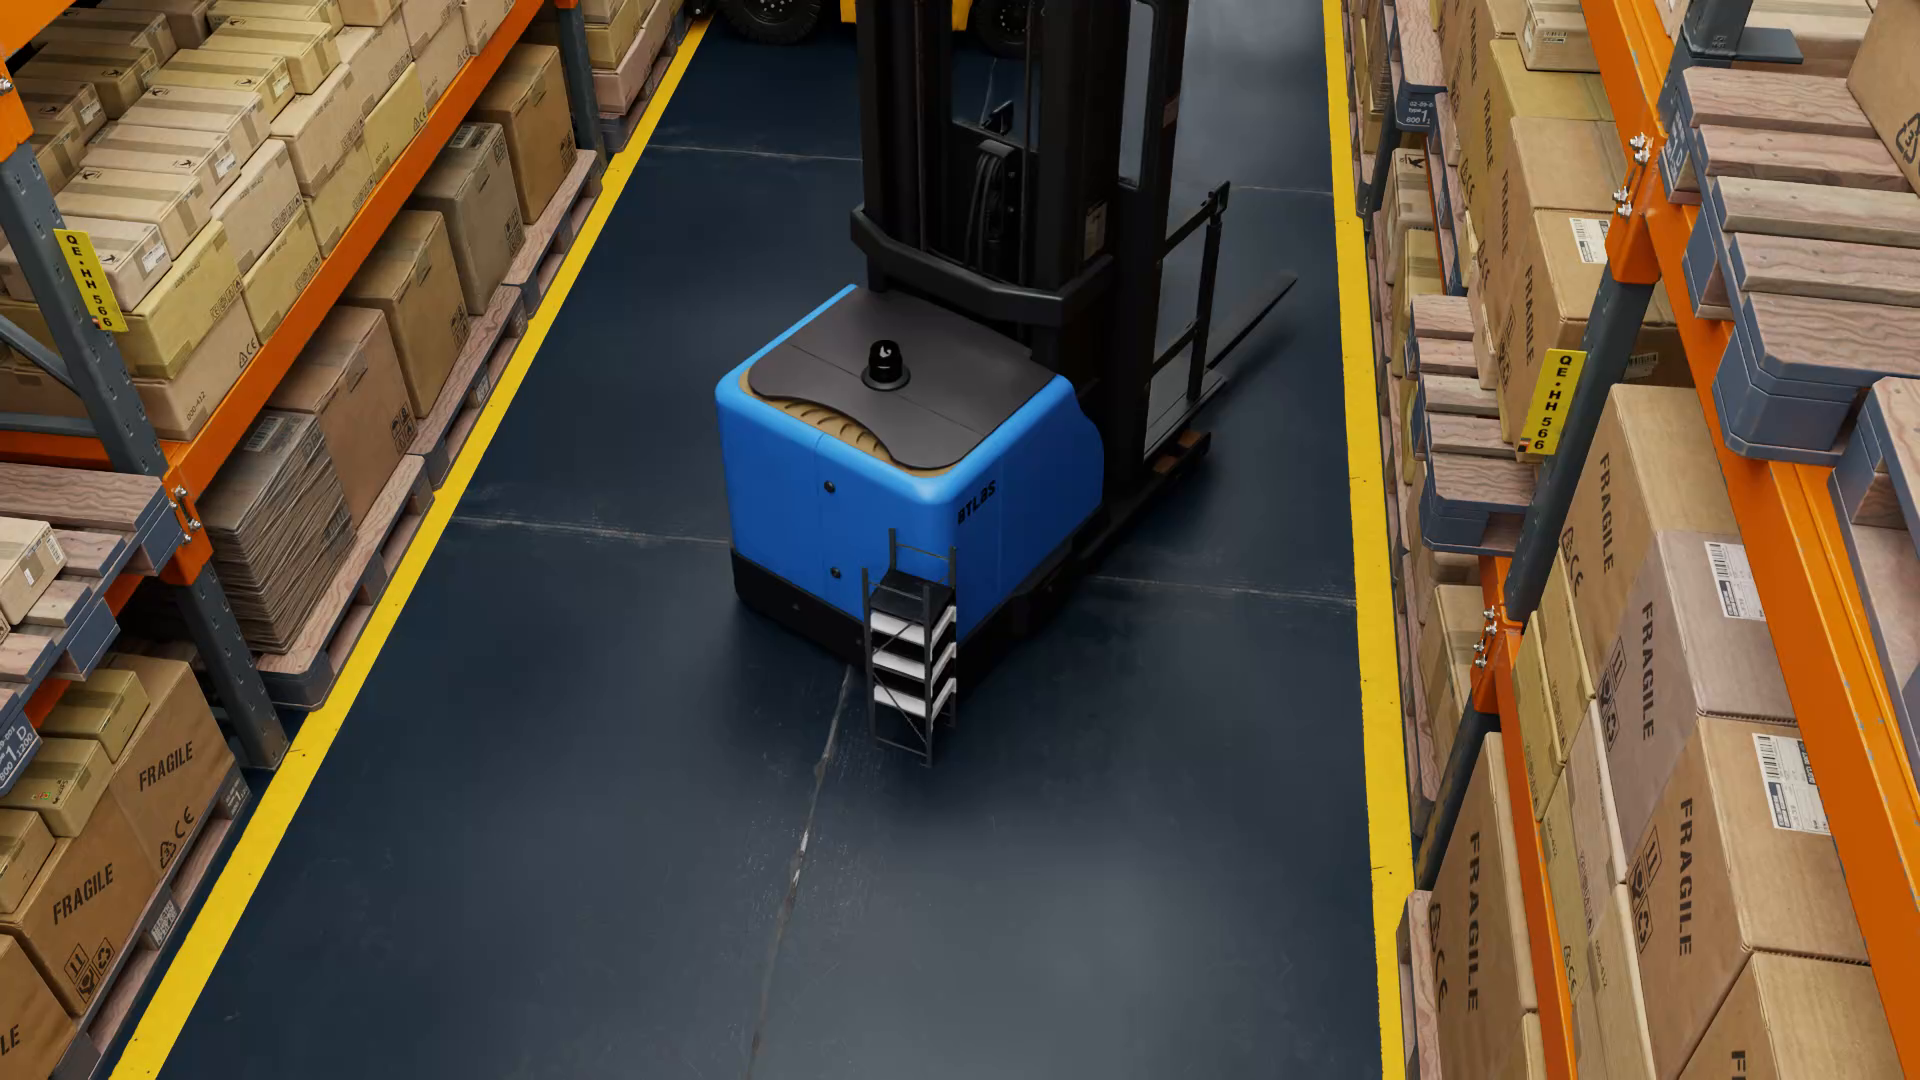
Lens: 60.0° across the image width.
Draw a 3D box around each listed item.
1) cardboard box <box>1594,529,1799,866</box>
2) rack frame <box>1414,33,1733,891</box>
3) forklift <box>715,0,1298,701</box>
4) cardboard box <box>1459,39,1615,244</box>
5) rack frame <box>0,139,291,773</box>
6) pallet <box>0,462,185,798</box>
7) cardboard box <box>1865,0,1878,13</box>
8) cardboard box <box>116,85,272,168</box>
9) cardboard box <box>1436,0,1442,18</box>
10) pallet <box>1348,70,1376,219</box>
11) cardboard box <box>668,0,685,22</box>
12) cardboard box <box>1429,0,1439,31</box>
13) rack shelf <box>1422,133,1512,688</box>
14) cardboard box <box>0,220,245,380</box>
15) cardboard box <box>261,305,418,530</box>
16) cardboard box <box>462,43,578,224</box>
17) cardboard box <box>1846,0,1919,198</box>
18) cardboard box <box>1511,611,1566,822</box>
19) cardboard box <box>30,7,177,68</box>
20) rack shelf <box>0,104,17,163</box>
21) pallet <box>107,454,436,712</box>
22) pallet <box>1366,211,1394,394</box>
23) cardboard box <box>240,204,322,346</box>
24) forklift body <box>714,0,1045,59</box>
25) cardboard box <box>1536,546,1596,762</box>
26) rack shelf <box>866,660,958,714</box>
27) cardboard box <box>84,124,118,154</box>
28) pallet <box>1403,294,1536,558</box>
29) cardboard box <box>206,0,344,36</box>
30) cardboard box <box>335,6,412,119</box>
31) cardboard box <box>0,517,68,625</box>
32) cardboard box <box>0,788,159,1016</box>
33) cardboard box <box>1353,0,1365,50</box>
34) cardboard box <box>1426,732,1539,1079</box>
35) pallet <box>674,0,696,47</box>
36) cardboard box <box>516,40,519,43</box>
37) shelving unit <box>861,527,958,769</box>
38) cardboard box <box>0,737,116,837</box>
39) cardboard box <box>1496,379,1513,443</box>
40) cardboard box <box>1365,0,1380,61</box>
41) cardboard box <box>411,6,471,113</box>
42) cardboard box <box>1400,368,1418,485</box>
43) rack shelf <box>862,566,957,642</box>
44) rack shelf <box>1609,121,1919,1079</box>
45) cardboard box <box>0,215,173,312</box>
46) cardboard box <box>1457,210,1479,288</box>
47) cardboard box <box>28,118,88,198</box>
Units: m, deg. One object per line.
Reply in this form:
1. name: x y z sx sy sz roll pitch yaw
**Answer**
1. cardboard box: 1.651 0.348 3.401 0.500 0.500 0.500 5 44 6
2. rack frame: 2.015 0.094 4.469 1.000 3.000 0.127 5 44 6
3. forklift: 0.406 -1.443 6.143 1.130 2.935 3.031 27 50 26
4. cardboard box: 1.923 -1.235 5.278 0.500 0.500 0.500 3 43 3
5. rack frame: -2.906 -0.355 4.943 1.000 3.000 0.127 5 44 6
6. pallet: -2.926 0.183 4.514 1.213 0.211 1.003 5 44 6
7. cardboard box: 2.225 -1.103 3.734 0.380 0.149 0.250 5 44 6
8. cardboard box: -2.507 -1.356 5.456 0.380 0.149 0.250 6 44 6
9. cardboard box: 2.132 -2.294 6.396 0.500 0.500 0.500 5 44 6
10. pallet: 2.598 -2.080 8.794 1.003 0.211 1.213 5 44 6
11. cardboard box: -1.880 -3.233 9.677 0.500 0.250 0.500 6 44 6
12. cardboard box: 2.116 -2.176 6.744 0.380 0.149 0.250 6 44 6
13. rack shelf: 2.279 -1.008 6.156 1.077 0.370 4.000 5 44 6
14. cardboard box: -2.580 -0.760 5.116 0.500 0.250 0.500 5 44 5
15. cardboard box: -2.731 -0.515 6.534 0.875 0.625 0.625 7 44 7
16. cardboard box: -2.435 -2.014 8.117 0.875 0.625 0.625 7 44 7
17. cardboard box: 2.115 -0.914 2.972 0.797 0.503 0.637 3 44 3
18. cardboard box: 1.701 0.459 4.192 0.500 0.250 0.500 5 44 5
19. cardboard box: -3.019 -1.748 5.870 0.380 0.149 0.250 5 44 5
20. rack shelf: -3.170 0.181 2.719 1.077 0.370 4.000 5 44 6
21. pallet: -2.758 0.101 6.490 1.003 0.211 1.213 5 44 6
22. pallet: 2.442 -1.089 7.746 1.003 0.211 1.213 5 44 6
23. cardboard box: -2.533 -0.923 5.652 0.500 0.250 0.500 4 44 5
24. forklift body: -0.290 -4.040 9.453 2.313 2.155 1.214 5 44 6
25. cardboard box: 1.703 0.290 4.008 0.500 0.250 0.500 5 44 5
26. rack shelf: -0.167 0.474 5.773 0.258 0.077 0.200 17 46 17
27. cardboard box: -3.056 -1.162 5.541 0.500 0.250 0.500 6 44 6
28. pallet: 2.004 -0.332 5.058 1.213 0.211 1.003 5 44 6
29. cardboard box: -2.473 -1.883 6.013 0.380 0.149 0.250 5 44 6
30. cardboard box: -2.408 -1.808 6.224 0.500 0.250 0.500 6 44 6
31. cardboard box: -2.612 0.067 4.375 0.380 0.149 0.250 6 44 6
32. cardboard box: -2.825 1.049 4.974 0.500 0.500 0.500 5 44 5
33. cardboard box: 2.488 -2.923 9.350 0.500 0.250 0.500 6 44 6
34. cardboard box: 1.841 1.176 4.566 0.875 0.875 0.875 5 44 5
35. pallet: -2.071 -3.440 10.229 1.003 0.211 1.213 5 44 6
36. cardboard box: -2.516 -2.767 8.821 0.500 0.250 0.500 4 44 5
37. shelving unit: -0.167 0.384 5.689 0.258 0.900 0.210 17 46 17
38. cardboard box: -2.725 0.714 4.856 0.380 0.149 0.250 3 44 3
39. cardboard box: 1.789 -0.401 4.869 0.380 0.149 0.250 6 44 6
40. cardboard box: 2.421 -2.833 8.709 0.500 0.500 0.500 6 44 6
41. cardboard box: -2.341 -1.980 6.769 0.500 0.250 0.500 5 44 6
42. cardboard box: 2.295 -0.508 6.711 0.950 0.372 0.625 7 44 7
43. rack shelf: -0.166 0.211 5.527 0.258 0.077 0.200 17 46 17
44. rack shelf: 1.751 0.629 2.245 1.077 0.370 4.000 5 44 6
45. cardboard box: -2.572 -0.817 4.886 0.380 0.149 0.250 6 44 7
46. cardboard box: 1.841 -0.937 5.435 0.380 0.149 0.250 6 44 6
47. cardboard box: -3.045 -1.226 5.319 0.380 0.149 0.250 5 44 5
